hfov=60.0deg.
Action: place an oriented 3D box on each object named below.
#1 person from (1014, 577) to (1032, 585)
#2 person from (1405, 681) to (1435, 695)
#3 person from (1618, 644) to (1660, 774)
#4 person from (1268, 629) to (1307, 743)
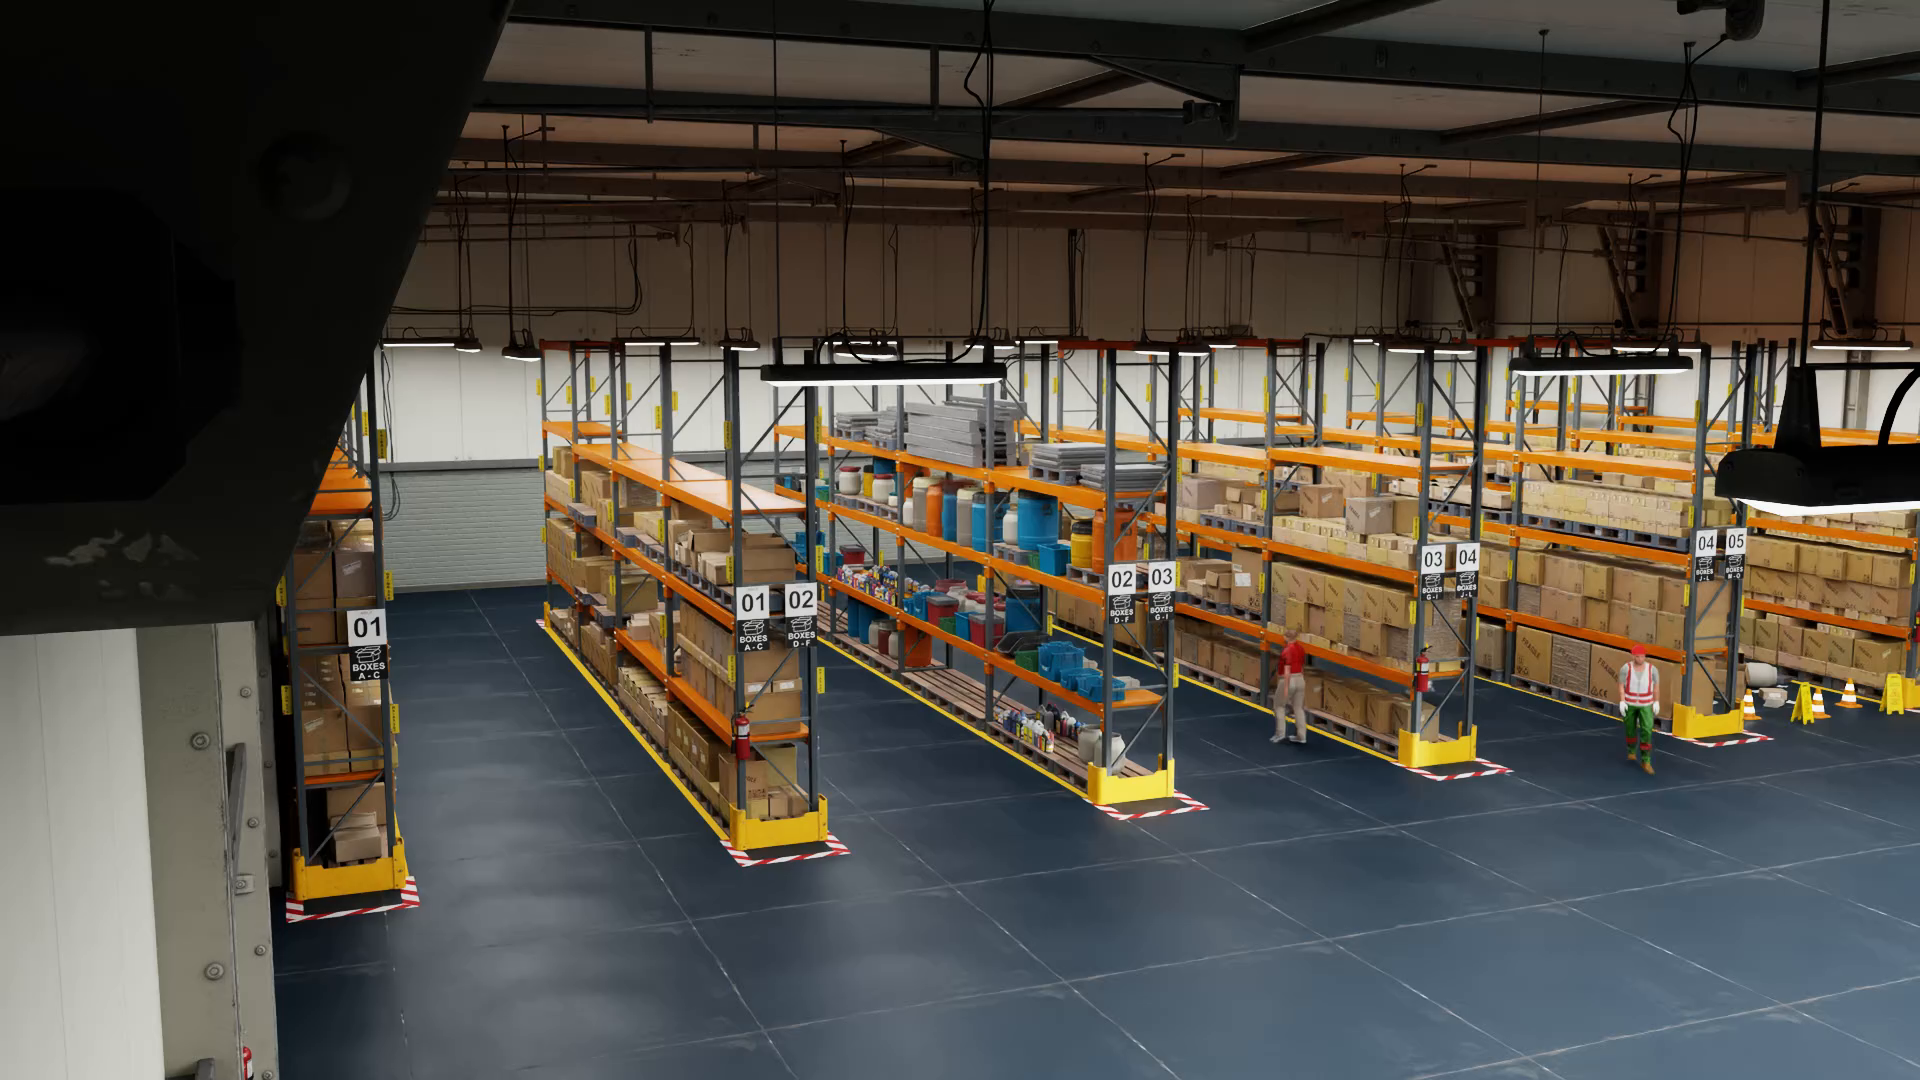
[{"bbox_3d":[1.214,1.299,32.671,0.418,1.563,0.768,-3,8,-24],"label":"person"},{"bbox_3d":[7.774,1.784,28.249,0.586,1.785,0.521,-3,8,-19],"label":"person"},{"bbox_3d":[9.690,2.364,23.760,0.552,1.768,0.857,3,8,24],"label":"person"},{"bbox_3d":[5.048,2.241,25.206,0.545,1.784,0.599,-4,9,-30],"label":"person"}]
